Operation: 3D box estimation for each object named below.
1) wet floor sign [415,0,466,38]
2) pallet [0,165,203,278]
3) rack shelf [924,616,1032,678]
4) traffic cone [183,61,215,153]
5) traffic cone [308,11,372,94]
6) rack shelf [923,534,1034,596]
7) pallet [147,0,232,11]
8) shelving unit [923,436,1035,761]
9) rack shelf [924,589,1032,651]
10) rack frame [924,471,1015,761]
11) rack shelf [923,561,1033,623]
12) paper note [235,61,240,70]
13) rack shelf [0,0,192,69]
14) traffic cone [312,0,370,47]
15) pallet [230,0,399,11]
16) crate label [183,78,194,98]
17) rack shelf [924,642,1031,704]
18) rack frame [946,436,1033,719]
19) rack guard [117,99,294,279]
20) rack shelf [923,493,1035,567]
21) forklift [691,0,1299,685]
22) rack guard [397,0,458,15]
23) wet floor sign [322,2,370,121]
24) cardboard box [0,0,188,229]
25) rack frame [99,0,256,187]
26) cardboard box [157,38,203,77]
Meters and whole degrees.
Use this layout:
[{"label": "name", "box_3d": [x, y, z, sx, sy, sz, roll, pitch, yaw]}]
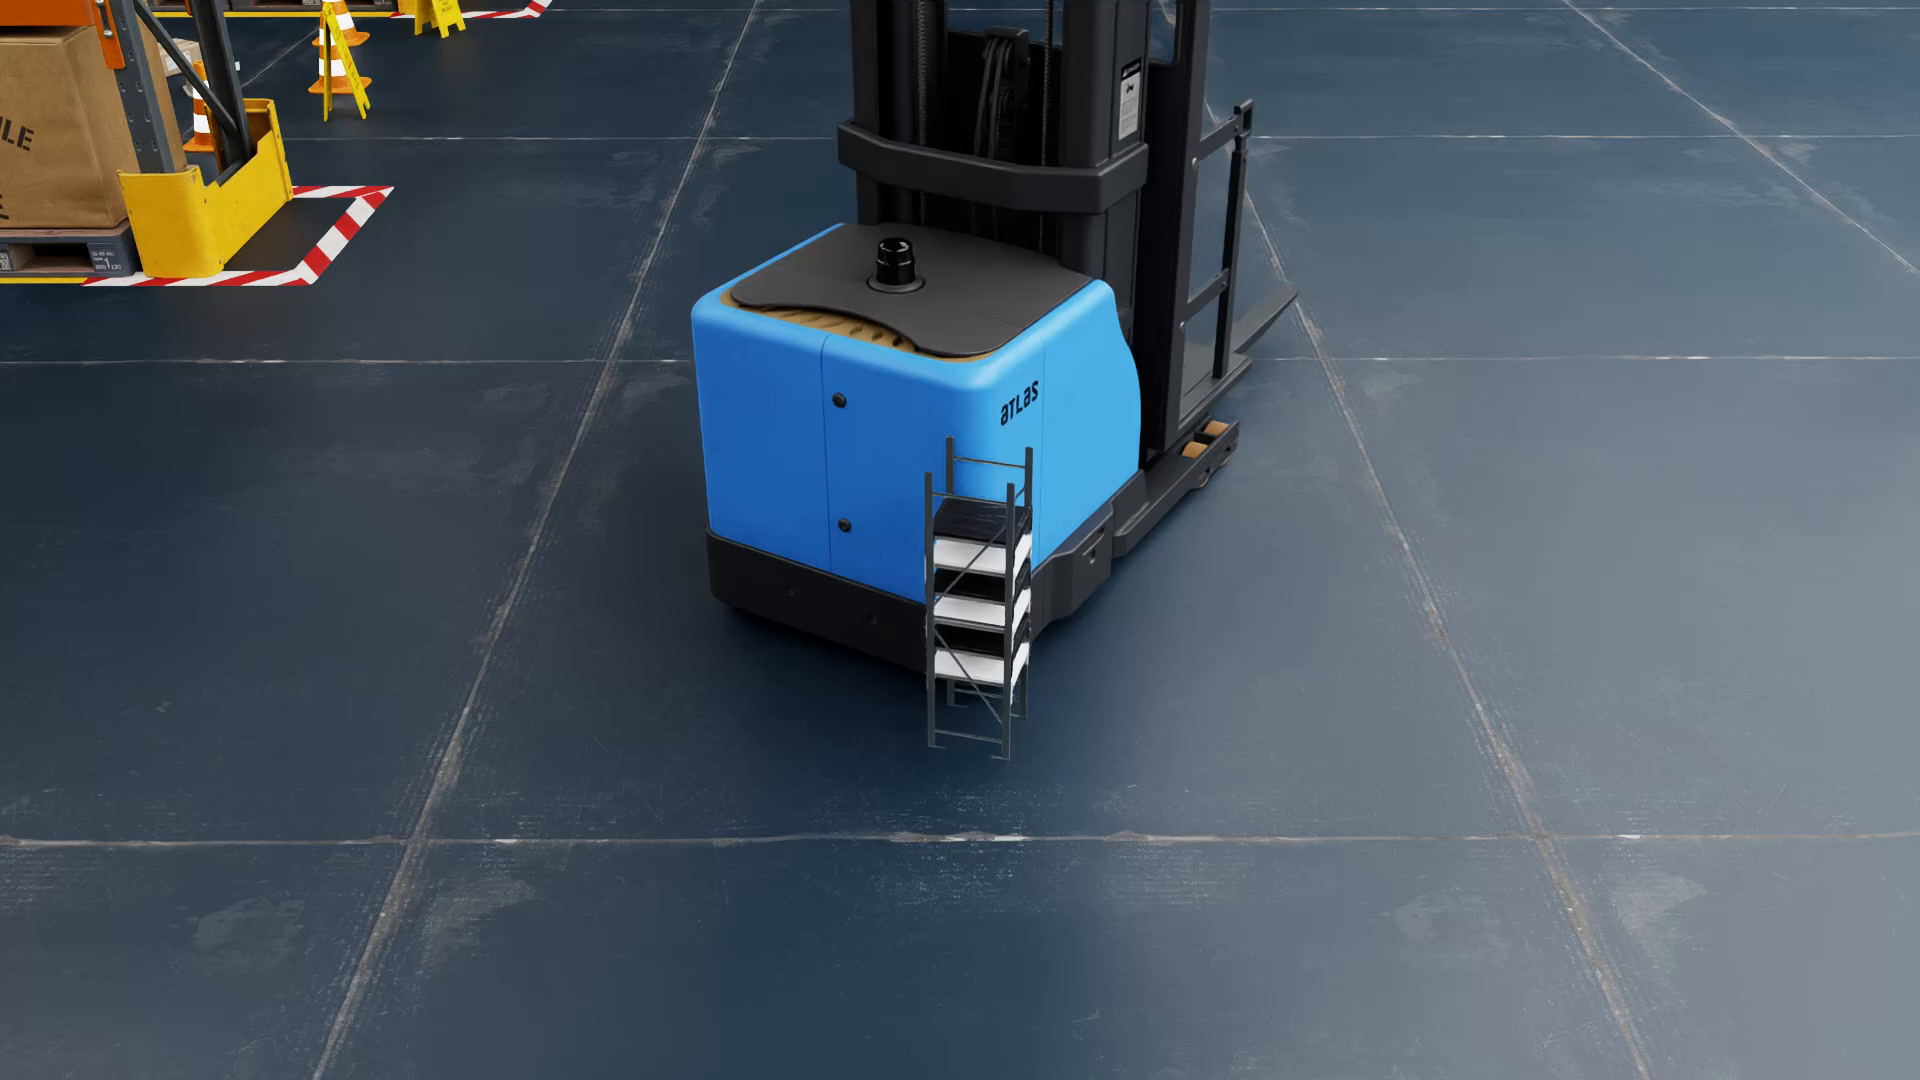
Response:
[{"label": "wet floor sign", "box_3d": [-3.619, -3.813, 11.413, 0.232, 0.644, 0.267, 10, 33, 17]}, {"label": "pallet", "box_3d": [-4.483, -1.572, 8.137, 1.213, 0.211, 1.003, 0, 31, 0]}, {"label": "rack shelf", "box_3d": [0.052, 0.279, 4.660, 0.258, 0.077, 0.200, 8, 32, 13]}, {"label": "traffic cone", "box_3d": [-4.224, -2.457, 9.354, 0.334, 0.463, 0.336, 0, 31, 0]}, {"label": "traffic cone", "box_3d": [-3.891, -3.045, 10.322, 0.334, 0.463, 0.336, 0, 31, 0]}, {"label": "rack shelf", "box_3d": [0.052, 0.048, 4.520, 0.258, 0.077, 0.200, 8, 32, 13]}, {"label": "pallet", "box_3d": [-5.921, -4.195, 12.461, 1.213, 0.211, 1.003, 0, 31, 0]}, {"label": "shelving unit", "box_3d": [0.052, 0.174, 4.596, 0.258, 0.900, 0.210, 8, 32, 13]}, {"label": "rack shelf", "box_3d": [0.052, 0.202, 4.613, 0.258, 0.077, 0.200, 8, 32, 13]}, {"label": "rack frame", "box_3d": [0.024, 0.225, 4.512, 0.240, 0.900, 0.006, 8, 32, 13]}, {"label": "rack shelf", "box_3d": [0.052, 0.125, 4.567, 0.258, 0.077, 0.200, 8, 32, 13]}, {"label": "paper note", "box_3d": [-4.748, -3.069, 10.780, 0.142, 0.019, 0.148, -11, 33, -17]}, {"label": "rack shelf", "box_3d": [-5.684, -2.493, 7.661, 4.000, 0.370, 1.077, 0, 31, 0]}, {"label": "traffic cone", "box_3d": [-4.237, -3.619, 11.269, 0.334, 0.463, 0.336, 0, 31, 0]}, {"label": "pallet", "box_3d": [-4.704, -4.198, 12.465, 1.213, 0.211, 1.003, 0, 31, 0]}, {"label": "crate label", "box_3d": [-4.676, -2.871, 10.349, 0.298, 0.136, 0.250, -17, 35, -26]}, {"label": "rack shelf", "box_3d": [0.052, 0.356, 4.707, 0.258, 0.077, 0.200, 8, 32, 13]}, {"label": "rack frame", "box_3d": [0.079, 0.123, 4.680, 0.240, 0.900, 0.006, 8, 32, 13]}, {"label": "rack guard", "box_3d": [-3.660, -1.738, 8.133, 0.348, 0.500, 1.175, 0, 31, 0]}, {"label": "rack shelf", "box_3d": [0.052, -0.029, 4.473, 0.258, 0.077, 0.200, 8, 32, 13]}, {"label": "forklift", "box_3d": [0.385, -1.556, 5.488, 1.130, 2.935, 3.031, 17, 35, 26]}, {"label": "rack guard", "box_3d": [-3.891, -4.305, 12.364, 0.348, 0.500, 1.175, 0, 31, 0]}, {"label": "wet floor sign", "box_3d": [-3.667, -2.828, 9.788, 0.232, 0.644, 0.267, -5, 32, -9]}, {"label": "cardboard box", "box_3d": [-4.362, -2.042, 7.867, 0.875, 0.875, 0.875, 0, 31, 0]}, {"label": "rack frame", "box_3d": [-3.684, -2.807, 7.485, 0.127, 3.000, 1.000, 0, 31, 0]}, {"label": "cardboard box", "box_3d": [-5.113, -3.104, 10.722, 0.250, 0.149, 0.380, 16, 35, 25]}]
